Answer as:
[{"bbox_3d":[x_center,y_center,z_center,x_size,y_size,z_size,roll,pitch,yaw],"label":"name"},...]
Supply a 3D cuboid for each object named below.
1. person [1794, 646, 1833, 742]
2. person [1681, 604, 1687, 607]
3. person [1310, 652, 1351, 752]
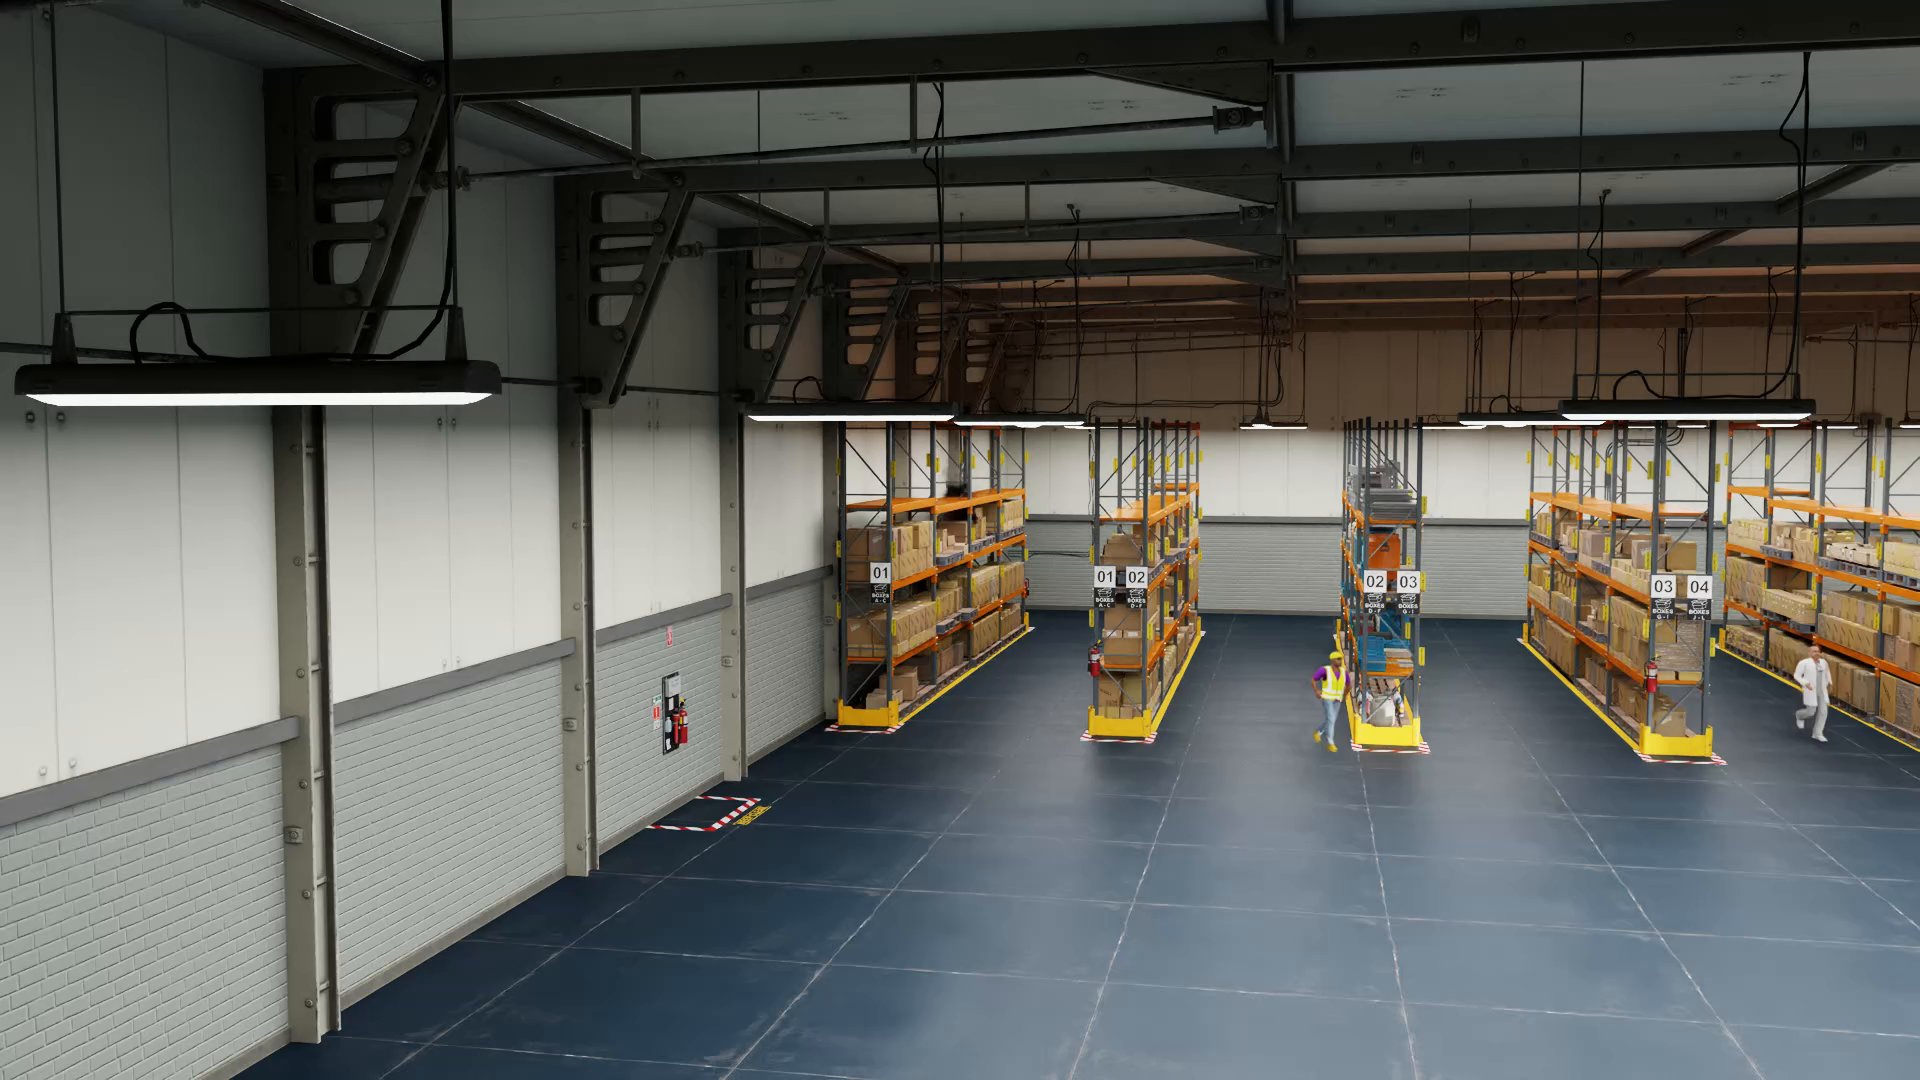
[{"bbox_3d":[15.972,2.845,31.078,0.725,1.744,0.904,0,4,0],"label":"person"},{"bbox_3d":[18.713,2.147,42.937,0.609,1.642,0.787,1,4,12],"label":"person"},{"bbox_3d":[6.749,2.897,30.167,0.716,1.757,0.822,-1,4,-21],"label":"person"}]
